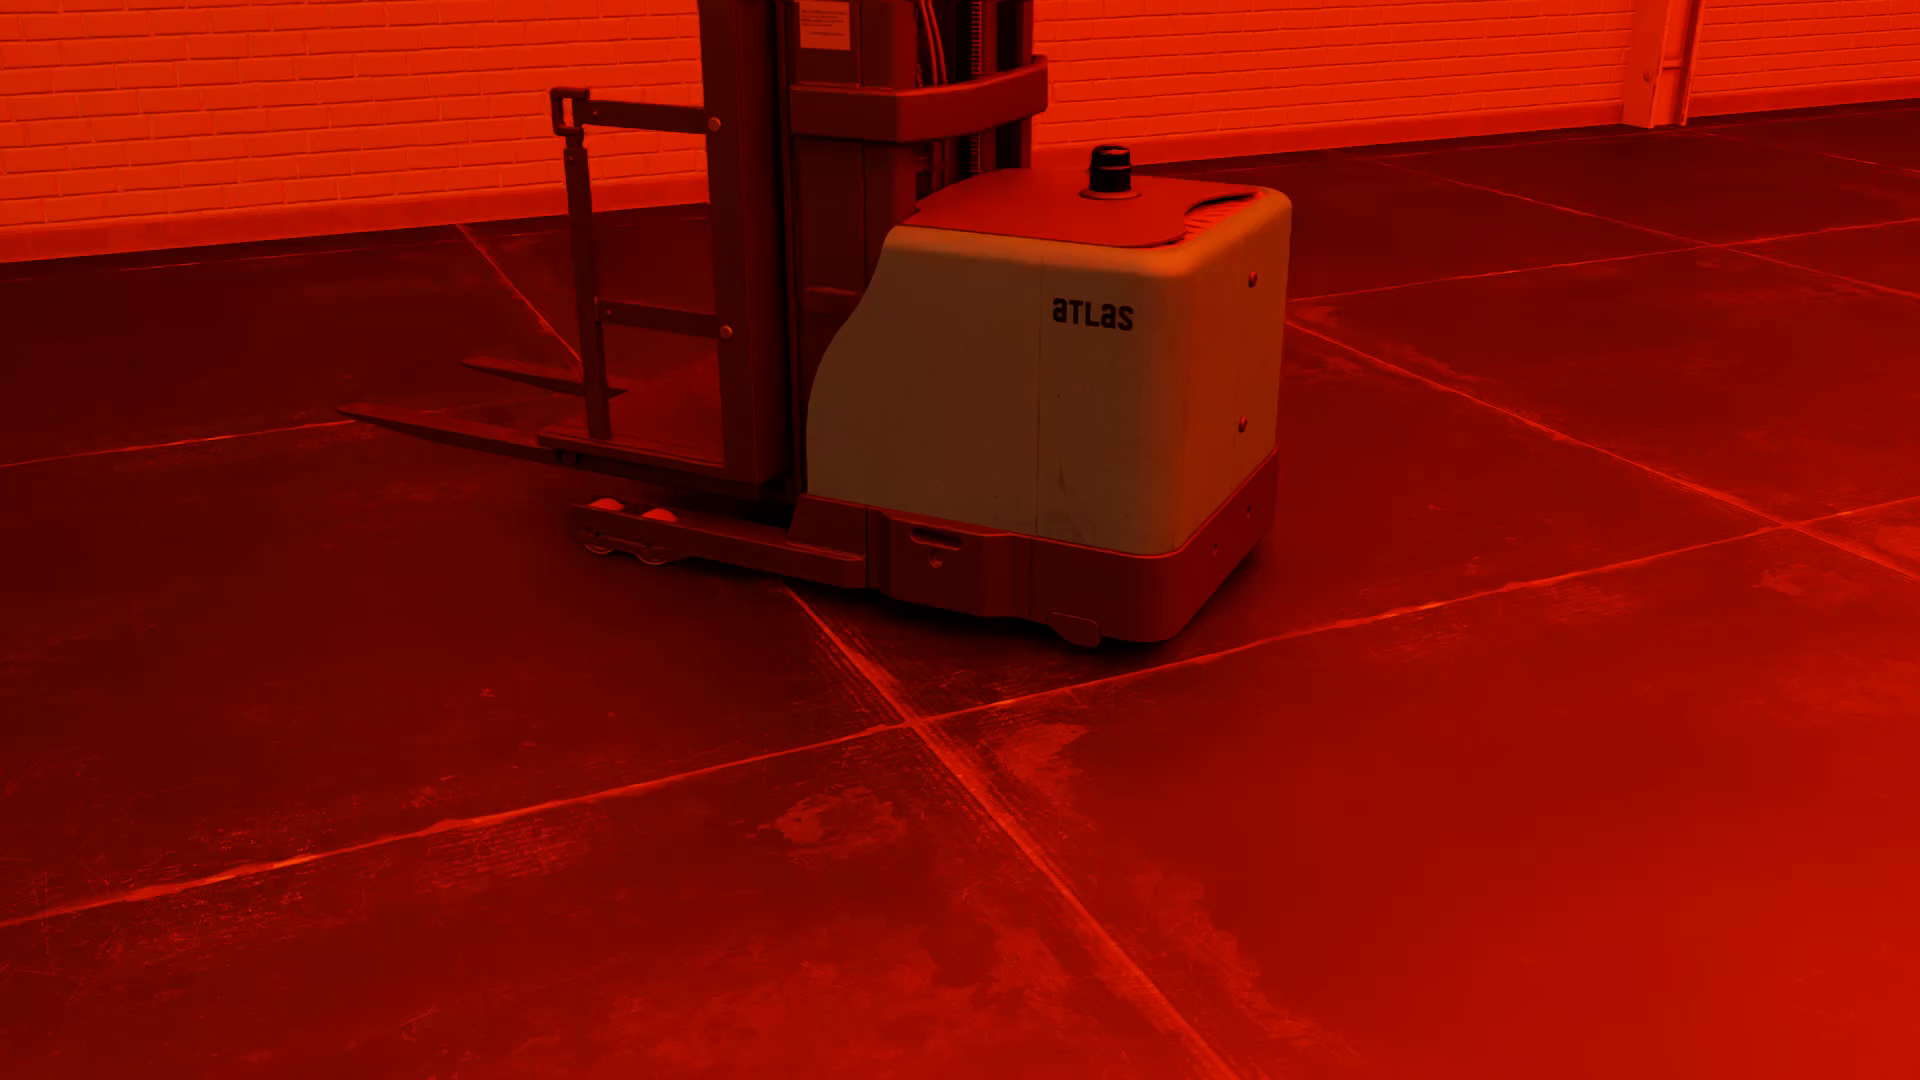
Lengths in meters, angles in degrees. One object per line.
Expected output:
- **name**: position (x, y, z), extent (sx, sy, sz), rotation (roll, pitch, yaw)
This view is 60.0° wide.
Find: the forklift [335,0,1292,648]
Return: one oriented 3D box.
- **forklift**: position (-0.601, -1.446, 4.767), extent (3.031, 2.935, 1.130), rotation (11, 25, 24)
